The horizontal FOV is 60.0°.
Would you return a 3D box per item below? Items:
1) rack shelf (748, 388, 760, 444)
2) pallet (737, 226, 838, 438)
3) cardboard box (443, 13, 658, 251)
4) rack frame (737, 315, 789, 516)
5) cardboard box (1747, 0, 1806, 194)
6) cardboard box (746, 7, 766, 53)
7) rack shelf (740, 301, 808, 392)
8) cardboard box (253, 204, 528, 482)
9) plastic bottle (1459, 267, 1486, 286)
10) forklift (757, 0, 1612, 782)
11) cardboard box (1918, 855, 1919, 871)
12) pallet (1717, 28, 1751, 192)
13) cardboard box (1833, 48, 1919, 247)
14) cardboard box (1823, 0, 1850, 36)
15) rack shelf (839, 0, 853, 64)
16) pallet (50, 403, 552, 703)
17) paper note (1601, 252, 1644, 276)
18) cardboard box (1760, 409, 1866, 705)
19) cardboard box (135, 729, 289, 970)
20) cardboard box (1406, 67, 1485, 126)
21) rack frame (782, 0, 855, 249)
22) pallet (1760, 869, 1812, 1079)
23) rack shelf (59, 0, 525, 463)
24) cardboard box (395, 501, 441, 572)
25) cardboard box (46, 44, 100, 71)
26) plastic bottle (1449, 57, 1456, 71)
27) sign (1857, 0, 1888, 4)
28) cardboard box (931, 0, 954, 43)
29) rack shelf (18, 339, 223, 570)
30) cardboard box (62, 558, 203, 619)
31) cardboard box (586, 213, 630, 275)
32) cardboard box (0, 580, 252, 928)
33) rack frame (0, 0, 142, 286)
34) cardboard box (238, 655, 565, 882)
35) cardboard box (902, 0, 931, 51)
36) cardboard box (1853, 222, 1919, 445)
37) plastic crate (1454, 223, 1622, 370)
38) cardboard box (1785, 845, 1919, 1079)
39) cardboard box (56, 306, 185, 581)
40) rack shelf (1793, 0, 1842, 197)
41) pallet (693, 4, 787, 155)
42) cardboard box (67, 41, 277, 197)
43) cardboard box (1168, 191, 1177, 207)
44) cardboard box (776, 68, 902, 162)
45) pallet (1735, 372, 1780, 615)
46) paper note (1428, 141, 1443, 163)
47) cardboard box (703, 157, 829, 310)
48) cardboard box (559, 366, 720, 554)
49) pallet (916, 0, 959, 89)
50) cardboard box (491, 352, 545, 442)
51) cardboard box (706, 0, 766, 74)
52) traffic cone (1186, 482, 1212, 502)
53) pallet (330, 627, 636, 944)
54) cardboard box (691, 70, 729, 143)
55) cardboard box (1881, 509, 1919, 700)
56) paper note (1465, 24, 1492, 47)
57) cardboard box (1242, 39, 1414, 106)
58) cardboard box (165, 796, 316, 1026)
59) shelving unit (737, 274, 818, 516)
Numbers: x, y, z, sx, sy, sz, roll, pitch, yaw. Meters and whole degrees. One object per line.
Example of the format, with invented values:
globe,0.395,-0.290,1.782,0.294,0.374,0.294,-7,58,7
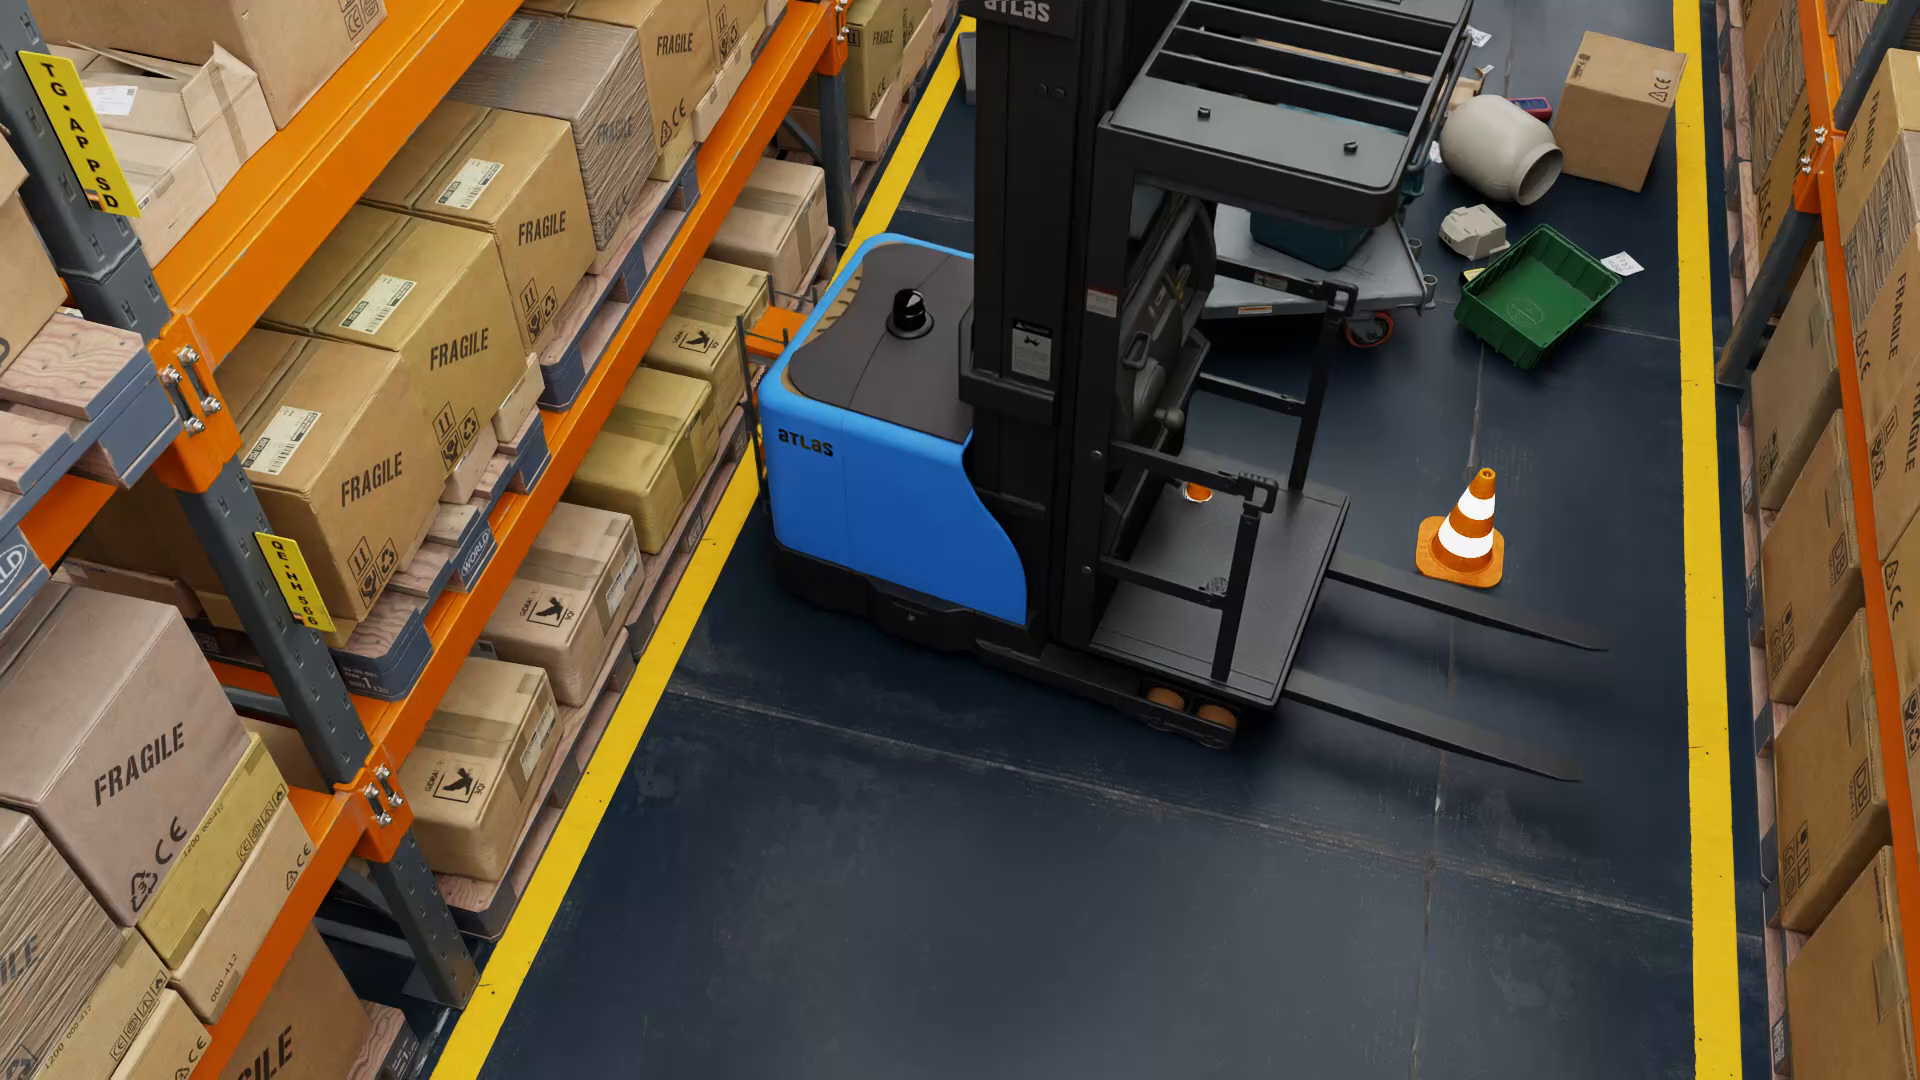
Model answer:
rack shelf,-0.664,-0.510,6.433,0.215,0.259,0.240,17,51,14
pallet,-1.207,-1.031,7.438,1.003,0.211,1.213,12,50,10
cardboard box,-1.311,-1.298,5.269,0.500,0.500,0.500,10,49,9
rack frame,-0.710,-0.433,6.350,0.200,1.050,0.008,17,51,14
cardboard box,4.266,-2.143,7.697,0.875,0.875,0.875,12,50,10
cardboard box,-0.959,-1.959,6.285,0.380,0.149,0.250,10,49,9
rack shelf,-0.664,-0.698,6.220,0.215,0.259,0.240,17,51,14
cardboard box,-1.584,-0.552,4.611,0.500,0.500,0.500,14,50,12
plastic bottle,2.416,-1.139,7.633,0.133,0.061,0.283,-11,50,-10
forklift,0.849,-0.675,5.310,3.031,2.935,1.130,18,51,15
cardboard box,2.606,0.868,3.835,0.500,0.500,0.500,12,50,10
pallet,4.394,-2.110,8.391,1.003,0.211,1.213,12,50,10
cardboard box,3.401,-1.319,5.766,0.500,0.500,0.500,12,50,10
cardboard box,4.007,-2.335,6.629,0.875,0.550,0.550,12,50,10
rack shelf,-0.477,-3.726,8.436,1.077,0.370,4.000,12,50,10
pallet,-1.971,-0.097,4.882,1.213,0.211,1.003,12,50,10
paper note,3.102,-1.296,7.792,0.147,0.020,0.142,-19,51,-16
cardboard box,3.465,0.156,5.751,1.050,0.750,0.750,12,50,10
cardboard box,-1.938,0.661,3.852,0.500,0.250,0.500,11,50,10
cardboard box,2.475,-2.315,8.535,0.396,0.266,0.258,19,51,16
rack frame,-1.003,-2.517,6.890,1.000,3.000,0.127,12,50,10
pallet,3.026,1.647,5.074,1.003,0.211,1.213,12,50,10
rack shelf,-1.529,-1.825,4.758,1.077,0.370,4.000,12,50,10
cardboard box,-1.684,-0.076,4.623,0.380,0.149,0.250,9,49,8
cardboard box,-2.118,-0.984,3.704,0.380,0.149,0.250,12,50,10
plastic bottle,2.573,-2.575,8.901,0.133,0.061,0.283,-4,49,-3
sign,3.263,-2.034,5.834,0.100,0.325,0.005,12,50,10
cardboard box,-0.321,-2.892,8.775,0.500,0.250,0.500,11,49,10
rack shelf,-2.582,1.068,2.205,1.077,0.370,4.000,12,50,10
cardboard box,-2.197,0.037,4.523,0.380,0.149,0.250,13,50,11
cardboard box,-1.319,-1.038,5.471,0.380,0.149,0.250,13,50,11
cardboard box,-1.940,0.438,3.548,0.500,0.500,0.500,10,49,9
rack frame,-2.056,-1.609,2.087,1.000,3.000,0.127,12,50,10
cardboard box,-1.898,0.700,5.523,0.950,0.372,0.625,9,49,7
cardboard box,-0.458,-2.757,8.156,0.500,0.500,0.500,13,50,12
cardboard box,3.135,-0.593,5.125,0.500,0.500,0.500,11,50,10
plastic crate,2.581,-1.086,7.464,0.662,0.188,0.450,-37,68,-28
cardboard box,2.993,1.463,4.598,1.050,0.750,0.750,11,49,10
cardboard box,-2.204,-0.278,4.368,0.500,0.500,0.500,10,49,9
rack shelf,4.325,-2.822,7.639,1.077,0.370,4.000,12,50,10
pallet,-1.345,-1.930,6.499,1.003,0.211,1.213,12,50,10
cardboard box,-1.742,-0.951,3.596,0.396,0.266,0.258,12,50,10
cardboard box,0.722,-1.611,7.252,0.500,0.500,0.500,12,50,10
cardboard box,-0.587,-2.120,8.093,0.500,0.250,0.500,10,49,8
pallet,3.669,-0.118,6.632,1.003,0.211,1.213,12,50,10
paper note,2.391,-1.972,8.394,0.172,0.023,0.155,28,54,22
cardboard box,-1.139,-1.407,7.382,0.950,0.372,0.625,12,50,11
cardboard box,-1.506,-0.383,6.479,0.950,0.372,0.625,13,50,11
pallet,-0.541,-2.972,9.151,1.003,0.211,1.213,12,50,10
cardboard box,-1.475,-0.460,4.961,0.380,0.149,0.250,12,50,10
cardboard box,-1.033,-2.049,5.932,0.500,0.500,0.500,12,50,10
traffic cone,0.910,-0.097,6.446,0.336,0.463,0.334,12,50,10
pallet,-1.849,0.734,5.880,1.003,0.211,1.213,12,50,10
cardboard box,-1.055,-1.581,5.951,0.380,0.149,0.250,12,50,10
cardboard box,2.870,0.146,4.473,0.500,0.500,0.500,11,49,9
paper note,2.812,-2.755,9.081,0.144,0.017,0.142,28,54,22
cardboard box,1.792,-2.181,8.168,0.797,0.637,0.503,12,50,10
cardboard box,-1.939,0.843,4.024,0.500,0.250,0.500,10,49,9
shelving unit,-0.664,-0.517,6.425,0.215,1.050,0.252,17,51,14
